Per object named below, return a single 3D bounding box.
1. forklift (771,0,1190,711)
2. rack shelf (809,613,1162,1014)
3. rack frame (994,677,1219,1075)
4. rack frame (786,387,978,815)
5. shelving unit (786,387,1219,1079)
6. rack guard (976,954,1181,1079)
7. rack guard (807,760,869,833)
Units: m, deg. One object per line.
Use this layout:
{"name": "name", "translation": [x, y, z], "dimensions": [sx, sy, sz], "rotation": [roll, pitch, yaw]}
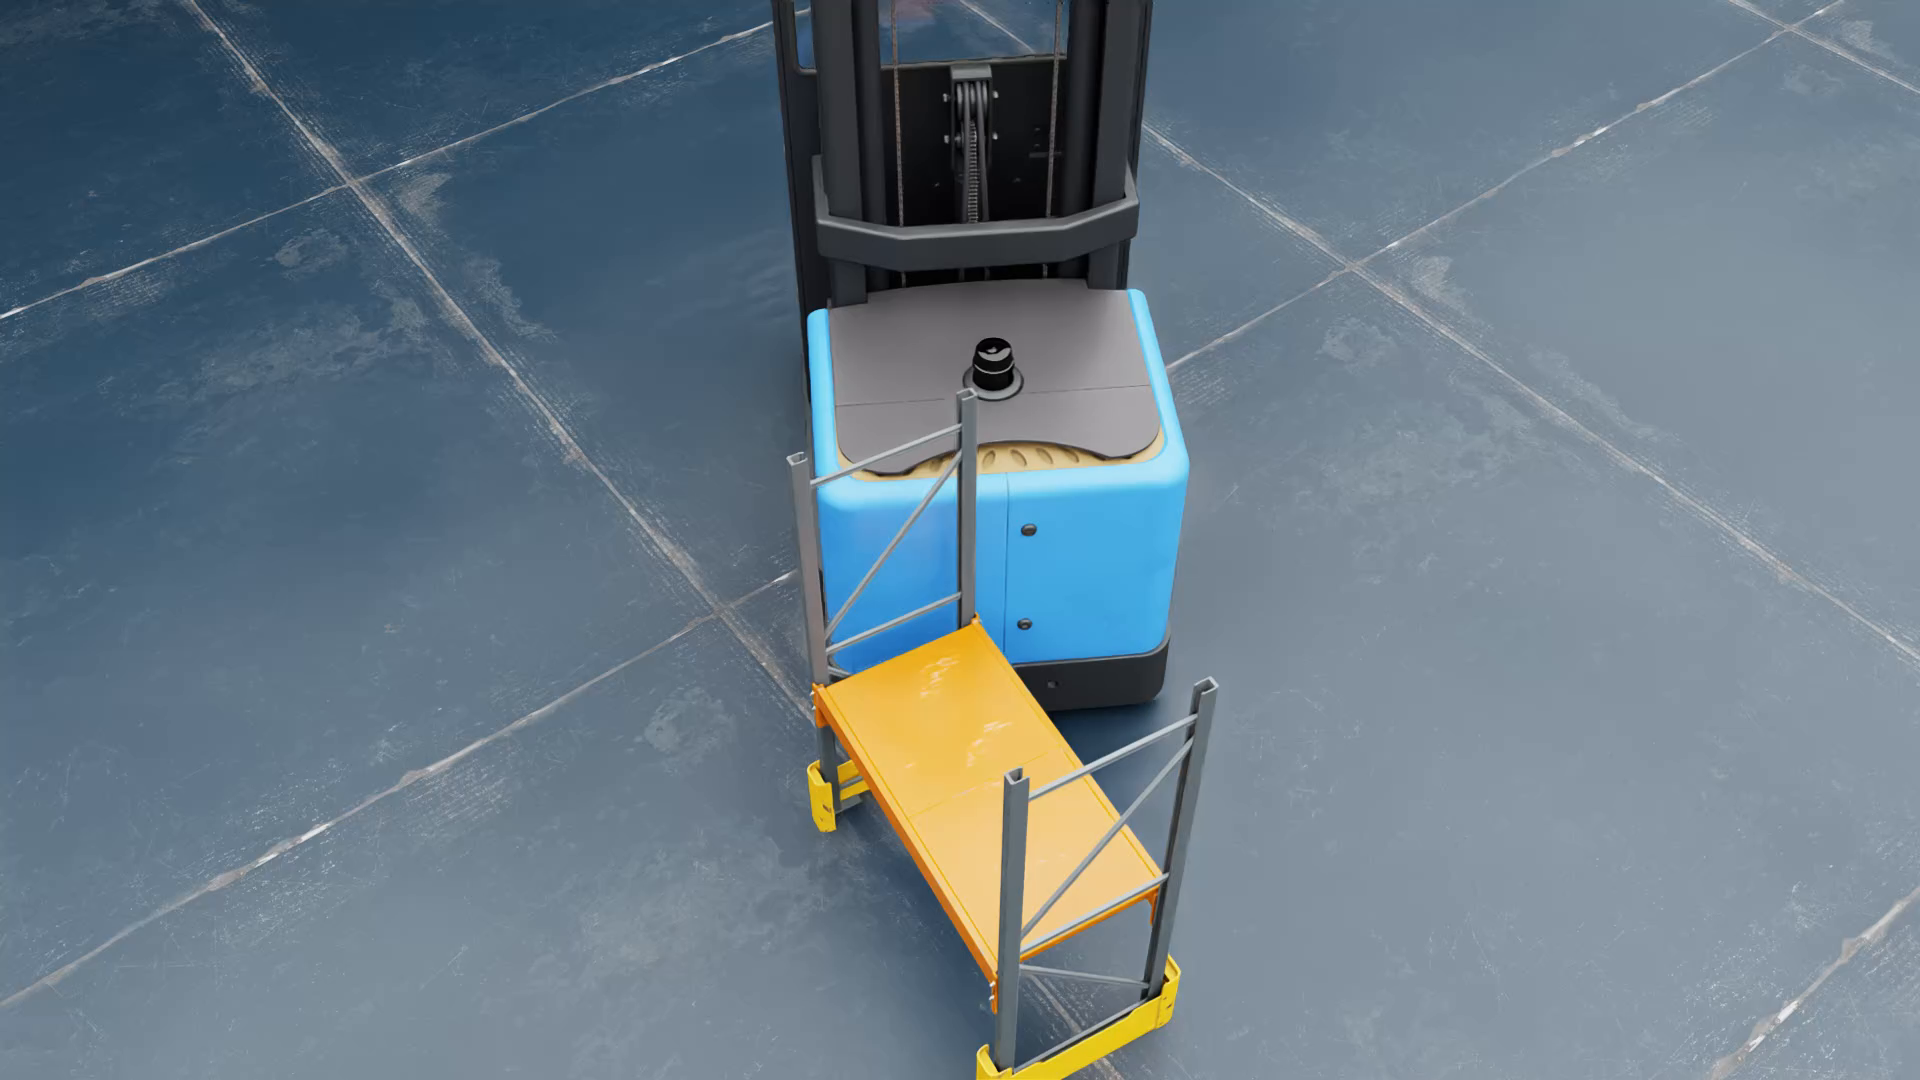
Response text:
{"name": "forklift", "translation": [-0.017, -1.510, 5.140], "dimensions": [1.130, 2.935, 3.031], "rotation": [-4, 48, -4]}
{"name": "rack shelf", "translation": [0.065, 0.680, 4.364], "dimensions": [0.538, 0.185, 1.000], "rotation": [-22, 52, -19]}
{"name": "rack frame", "translation": [0.313, 0.888, 3.933], "dimensions": [0.500, 1.500, 0.032], "rotation": [-22, 52, -19]}
{"name": "rack frame", "translation": [-0.182, 0.230, 4.529], "dimensions": [0.500, 1.500, 0.032], "rotation": [-22, 52, -19]}
{"name": "shelving unit", "translation": [0.070, 0.565, 4.226], "dimensions": [0.587, 1.500, 1.083], "rotation": [-22, 52, -19]}
{"name": "rack guard", "translation": [0.312, 1.307, 4.396], "dimensions": [0.587, 0.250, 0.087], "rotation": [-22, 52, -19]}
{"name": "rack guard", "translation": [-0.173, 0.662, 4.981], "dimensions": [0.587, 0.250, 0.087], "rotation": [-22, 52, -19]}
